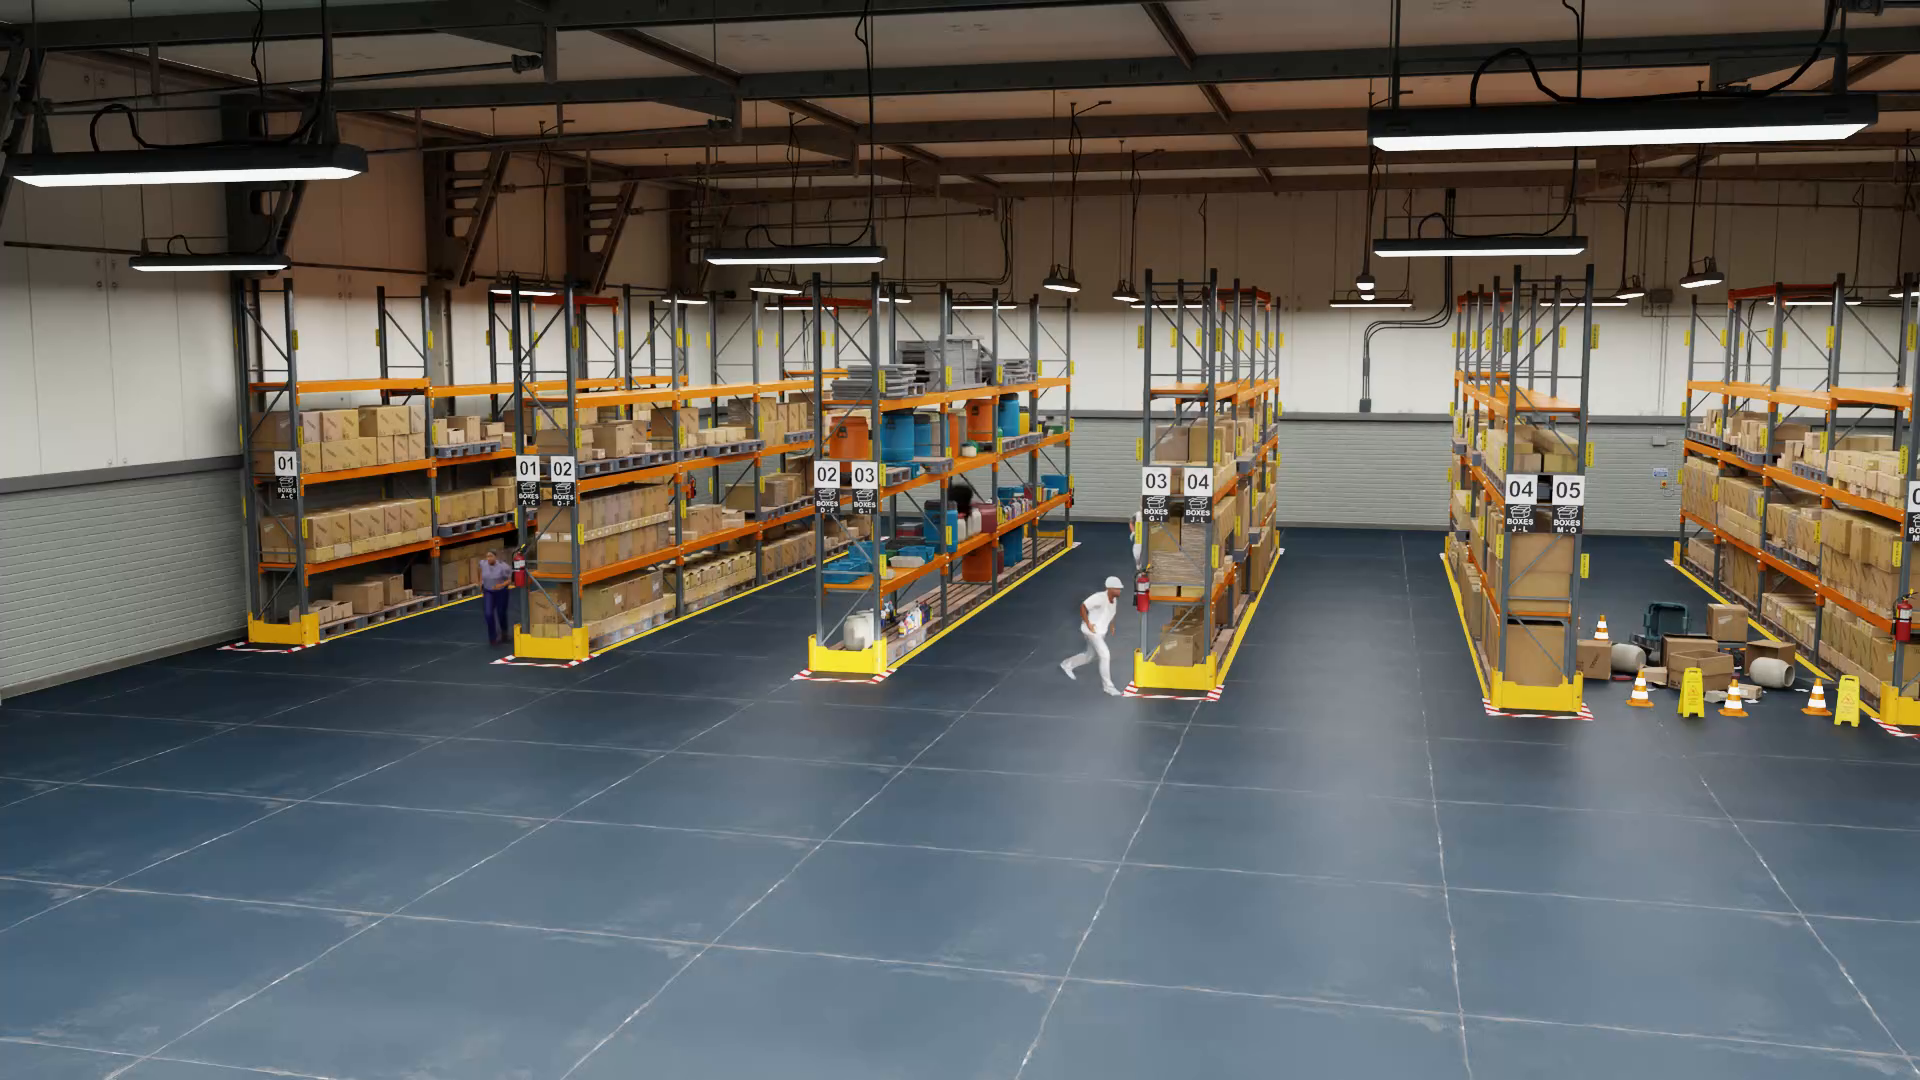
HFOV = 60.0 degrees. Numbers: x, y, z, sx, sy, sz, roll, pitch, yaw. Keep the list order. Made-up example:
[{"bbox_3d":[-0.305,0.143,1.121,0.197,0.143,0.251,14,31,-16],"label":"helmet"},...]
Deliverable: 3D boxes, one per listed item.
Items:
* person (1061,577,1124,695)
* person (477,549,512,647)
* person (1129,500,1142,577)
[{"bbox_3d":[1.868,1.348,23.722,1.038,1.711,0.726,5,9,38],"label":"person"},{"bbox_3d":[-7.682,0.958,27.517,0.636,1.684,0.862,0,7,-1],"label":"person"},{"bbox_3d":[3.662,-0.031,33.045,0.655,1.621,0.862,2,7,14],"label":"person"}]
